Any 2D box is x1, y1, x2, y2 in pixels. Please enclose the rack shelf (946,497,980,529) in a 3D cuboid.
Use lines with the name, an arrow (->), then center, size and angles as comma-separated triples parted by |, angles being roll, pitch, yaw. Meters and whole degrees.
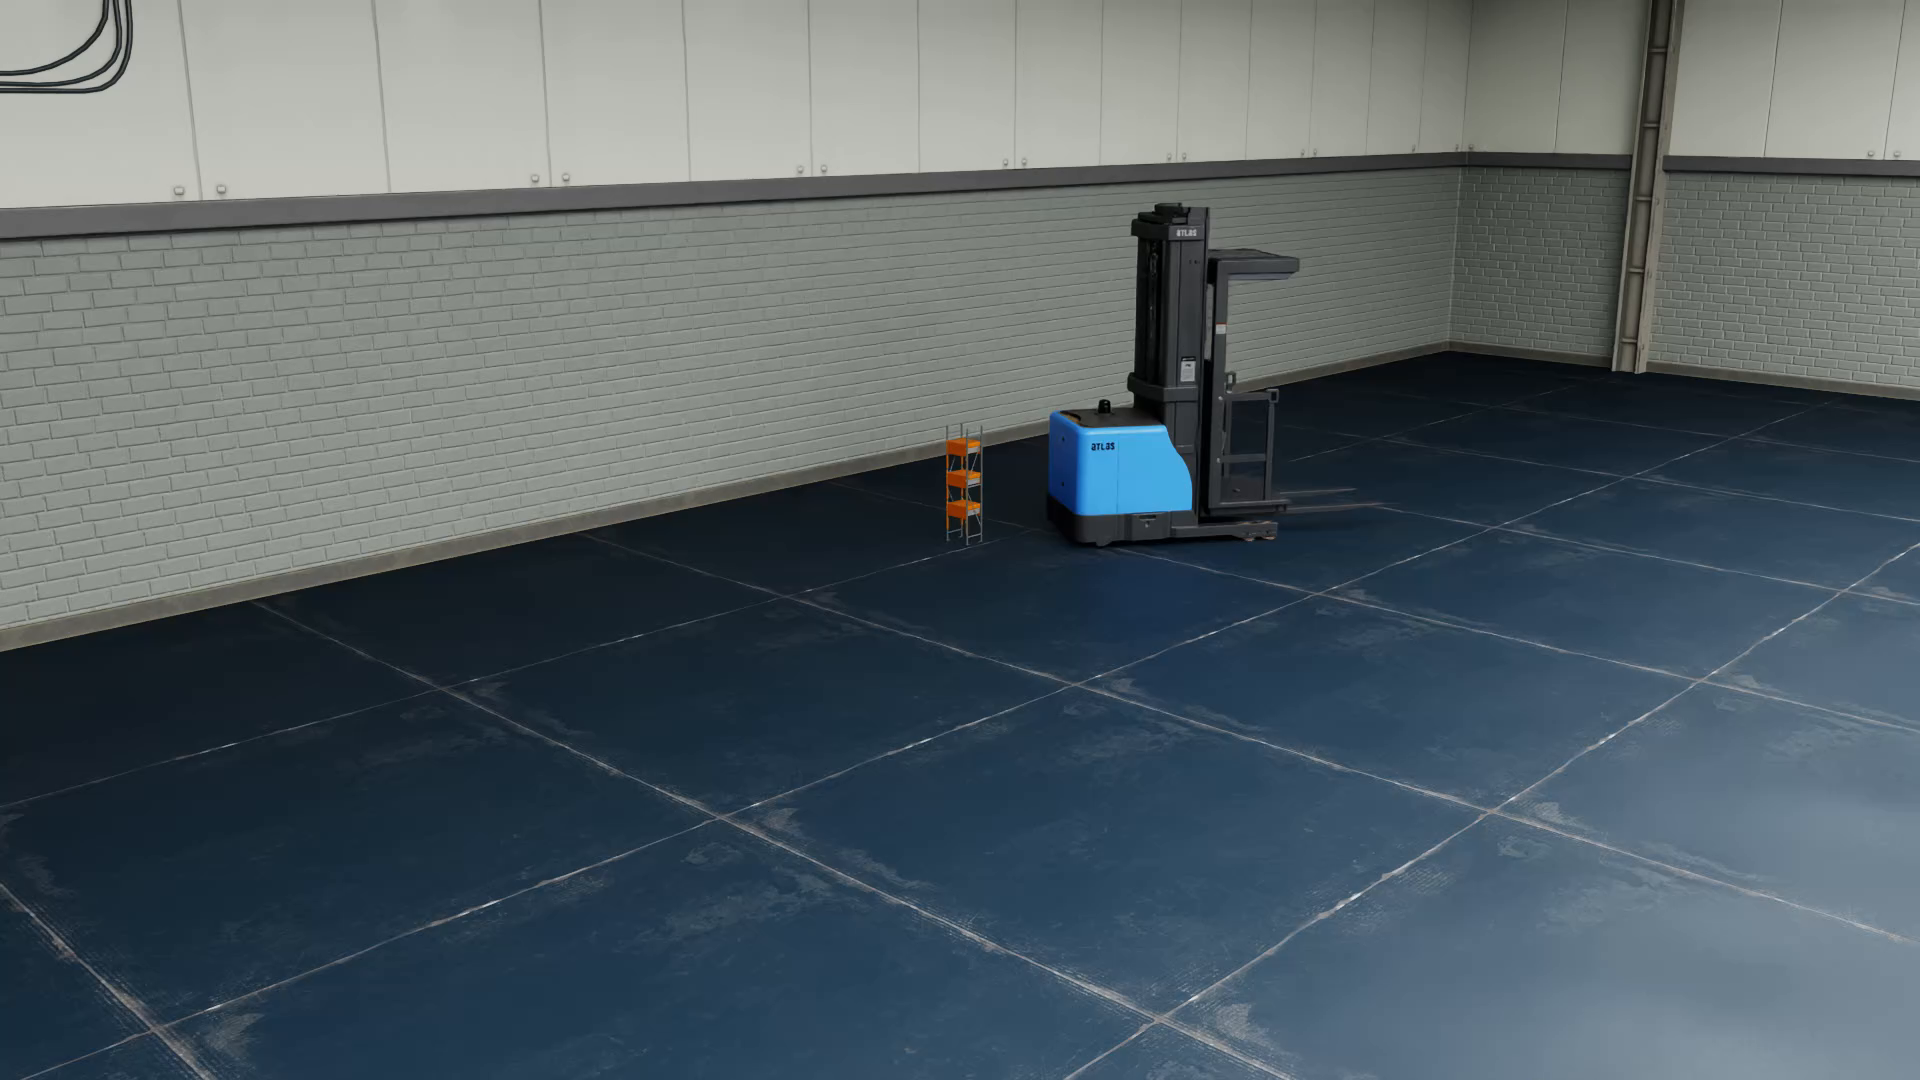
rack shelf -> 0.039, -0.219, 14.837 | 0.240, 0.259, 0.215 | 14, 20, 42

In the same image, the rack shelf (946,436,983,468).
rack shelf -> 0.039, -0.763, 14.695 | 0.240, 0.259, 0.215 | 14, 20, 42

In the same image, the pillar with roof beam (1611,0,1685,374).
pillar with roof beam -> 6.856, -6.060, 20.343 | 0.400, 9.000, 9.100 | 14, 20, 42

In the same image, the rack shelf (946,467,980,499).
rack shelf -> 0.039, -0.488, 14.766 | 0.240, 0.259, 0.215 | 14, 20, 42

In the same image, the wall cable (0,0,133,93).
wall cable -> -6.622, -5.246, 10.472 | 0.169, 6.003, 2.305 | 14, 20, 42

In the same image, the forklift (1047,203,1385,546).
forklift -> 2.378, -1.535, 15.011 | 3.031, 2.935, 1.130 | -3, 15, -13

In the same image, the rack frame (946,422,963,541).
rack frame -> -0.049, -0.520, 14.846 | 0.008, 1.050, 0.200 | 14, 20, 42

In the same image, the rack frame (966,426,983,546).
rack frame -> 0.126, -0.477, 14.682 | 0.008, 1.050, 0.200 | 14, 20, 42

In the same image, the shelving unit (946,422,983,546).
shelving unit -> 0.039, -0.499, 14.764 | 0.252, 1.050, 0.215 | 14, 20, 42
